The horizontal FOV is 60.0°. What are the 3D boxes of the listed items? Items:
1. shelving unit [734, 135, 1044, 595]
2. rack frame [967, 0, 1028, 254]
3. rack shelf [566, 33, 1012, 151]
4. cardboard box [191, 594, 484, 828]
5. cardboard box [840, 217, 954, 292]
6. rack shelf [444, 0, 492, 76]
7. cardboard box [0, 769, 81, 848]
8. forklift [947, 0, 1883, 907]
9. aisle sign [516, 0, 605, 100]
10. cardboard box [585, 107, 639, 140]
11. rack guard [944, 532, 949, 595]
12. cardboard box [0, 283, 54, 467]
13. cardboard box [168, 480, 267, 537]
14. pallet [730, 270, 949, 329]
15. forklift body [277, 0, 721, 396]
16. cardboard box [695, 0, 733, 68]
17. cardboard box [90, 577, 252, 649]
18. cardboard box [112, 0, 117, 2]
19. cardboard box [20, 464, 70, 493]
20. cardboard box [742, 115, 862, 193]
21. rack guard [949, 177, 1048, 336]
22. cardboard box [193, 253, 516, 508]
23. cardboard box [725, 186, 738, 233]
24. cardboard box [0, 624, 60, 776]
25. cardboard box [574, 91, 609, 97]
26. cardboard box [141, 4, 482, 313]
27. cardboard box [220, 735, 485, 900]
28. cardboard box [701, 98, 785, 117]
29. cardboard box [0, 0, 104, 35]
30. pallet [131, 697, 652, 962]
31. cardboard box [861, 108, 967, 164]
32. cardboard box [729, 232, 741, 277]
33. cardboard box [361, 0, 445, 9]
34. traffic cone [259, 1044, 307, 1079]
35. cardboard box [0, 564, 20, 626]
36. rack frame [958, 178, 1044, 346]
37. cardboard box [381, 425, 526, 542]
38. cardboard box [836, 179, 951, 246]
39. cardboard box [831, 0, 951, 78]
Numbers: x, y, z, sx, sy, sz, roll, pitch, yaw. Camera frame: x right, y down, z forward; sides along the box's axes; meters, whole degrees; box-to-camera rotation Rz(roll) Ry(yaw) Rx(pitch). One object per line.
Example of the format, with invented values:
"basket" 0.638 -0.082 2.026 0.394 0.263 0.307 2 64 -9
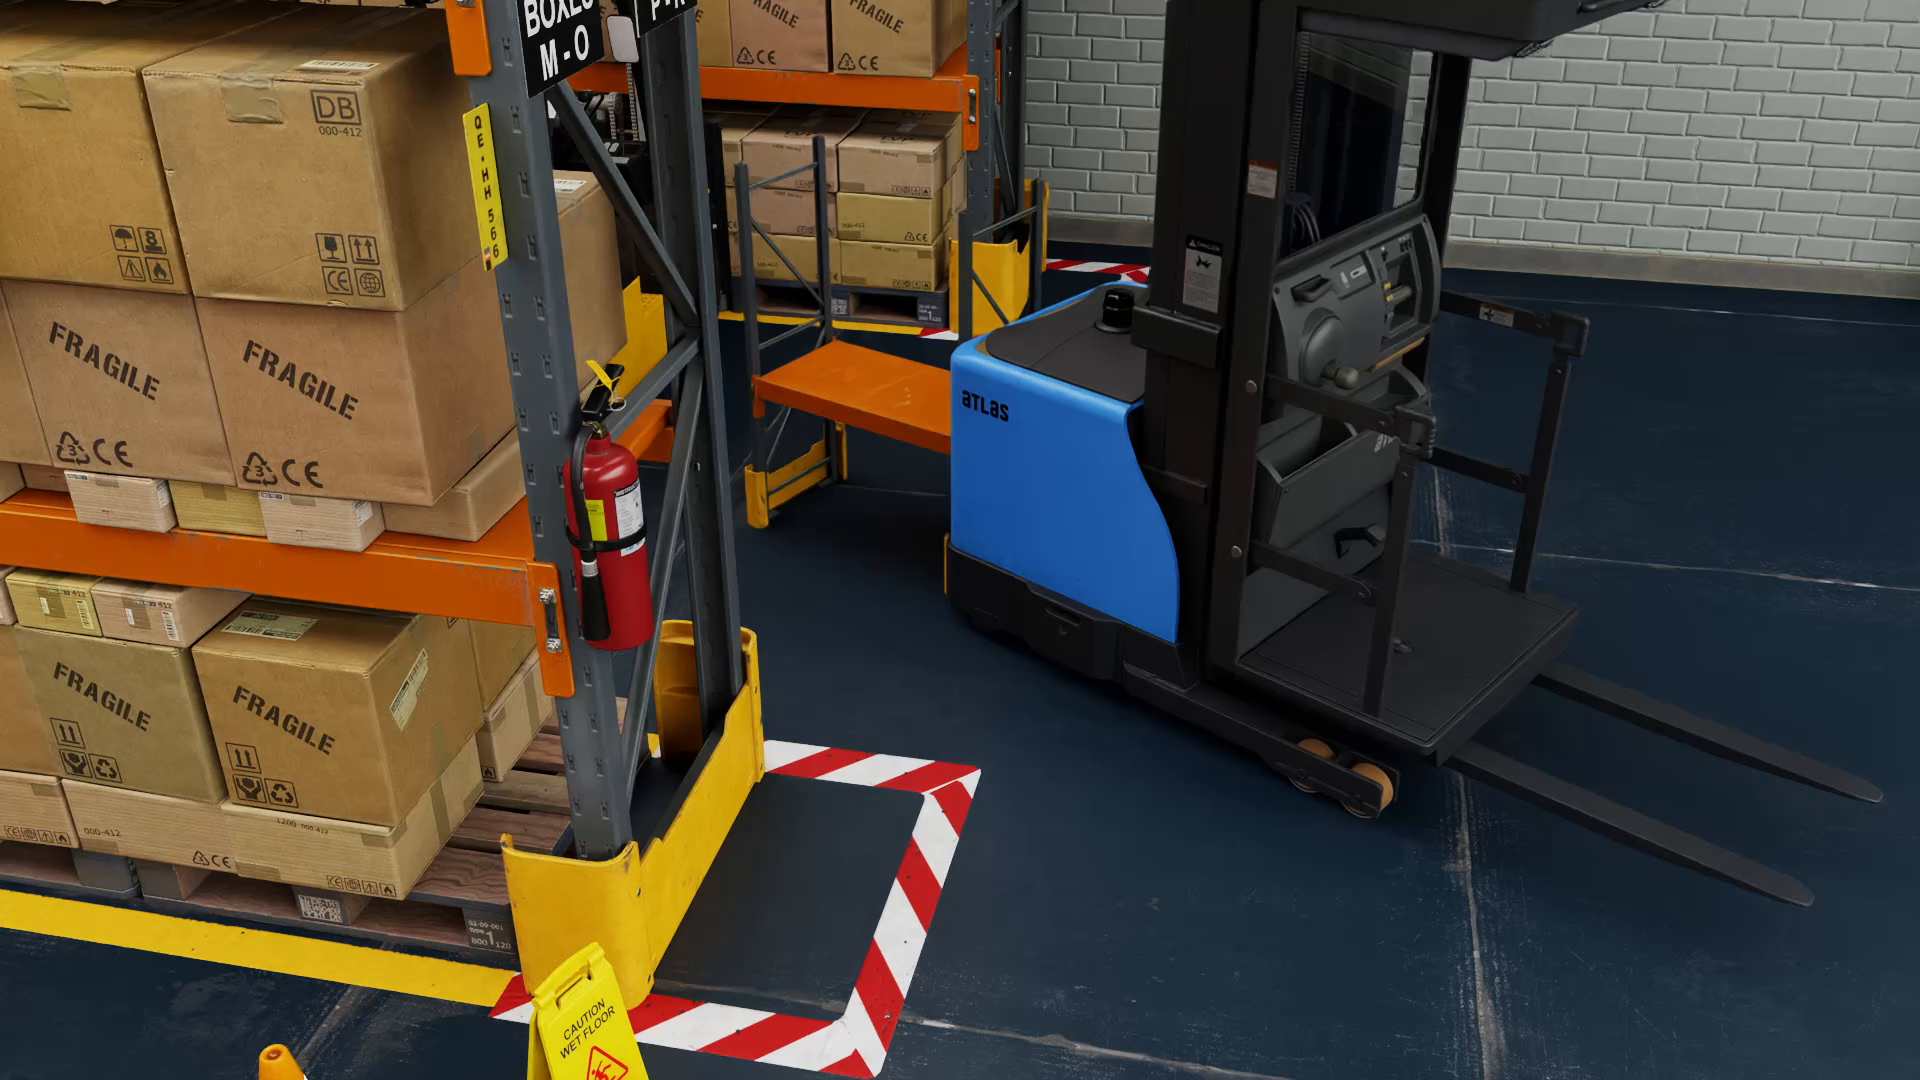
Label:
"shelving unit" -0.275 -0.694 6.456 1.083 1.500 0.587 19 34 30
"rack frame" 0.198 -2.663 8.491 0.127 3.000 1.000 6 29 11
"rack shelf" -1.758 -2.548 9.030 4.000 0.370 1.077 6 29 11
"cardboard box" -1.673 0.403 4.535 0.500 0.500 0.500 6 29 11
"cardboard box" -0.328 -1.540 8.866 0.500 0.250 0.500 6 29 11
"rack shelf" -2.791 -1.533 4.051 4.000 0.370 1.077 6 29 11
"cardboard box" -2.700 0.630 4.902 0.500 0.250 0.500 5 29 9
"forklift" 1.384 -0.707 4.990 3.031 2.935 1.130 23 36 36
"aisle sign" -0.835 -1.330 3.348 0.004 0.787 0.394 6 29 11
"cardboard box" -1.808 -2.128 8.899 0.500 0.250 0.500 5 29 10
"rack guard" 0.133 -0.009 6.506 0.087 0.250 0.587 19 34 30
"cardboard box" -2.401 -0.535 4.191 0.500 0.500 0.500 6 29 10
"cardboard box" -1.763 -0.168 4.194 0.250 0.149 0.380 5 29 10
"pallet" -0.559 -1.497 9.265 1.213 0.211 1.003 6 29 11
"forklift body" -2.038 -1.624 7.477 1.214 2.155 2.313 6 29 11
"cardboard box" -1.345 -2.741 8.529 0.500 0.500 0.500 5 29 10
"cardboard box" -2.046 0.113 4.389 0.250 0.149 0.380 7 29 12
"cardboard box" -4.261 -2.926 9.128 0.500 0.250 0.500 7 29 12
"cardboard box" -2.242 -0.271 4.383 0.250 0.149 0.380 6 29 11
"cardboard box" -0.818 -2.028 8.716 0.500 0.250 0.500 6 29 11
"rack guard" 0.221 -1.564 9.087 0.348 0.500 1.175 6 29 11
"cardboard box" -1.423 -0.431 4.000 0.500 0.500 0.500 5 29 10
"cardboard box" -1.341 -1.860 8.929 0.500 0.250 0.500 5 29 9
"cardboard box" -2.676 0.299 4.726 0.500 0.500 0.500 5 29 9
"cardboard box" -2.202 -2.422 9.435 0.500 0.250 0.500 6 29 11
"cardboard box" -1.380 -0.893 3.803 0.500 0.500 0.700 5 29 9
"cardboard box" -1.705 0.733 4.714 0.500 0.250 0.500 6 29 10
"cardboard box" -1.209 -2.321 9.250 0.500 0.250 0.500 6 29 10
"cardboard box" -2.394 -0.951 3.908 0.500 0.500 0.700 6 29 10
"pallet" -1.696 0.786 5.095 1.213 0.211 1.003 6 29 11
"cardboard box" -0.233 -2.217 9.061 0.500 0.250 0.500 5 29 10
"cardboard box" -1.299 -1.649 9.064 0.500 0.250 0.500 6 29 11
"cardboard box" -2.822 -2.897 8.813 0.500 0.500 0.500 6 29 11
"traffic cone" -1.525 1.344 3.814 0.334 0.463 0.336 6 29 11
"cardboard box" -2.548 0.059 4.487 0.250 0.149 0.380 7 29 13
"rack frame" 0.149 -0.552 6.196 0.032 1.500 0.500 19 34 30
"cardboard box" -1.245 -0.159 4.178 0.250 0.149 0.380 7 29 12
"cardboard box" -0.343 -1.763 8.752 0.500 0.250 0.500 5 29 10
"cardboard box" -0.338 -2.633 8.332 0.500 0.500 0.500 5 29 9
